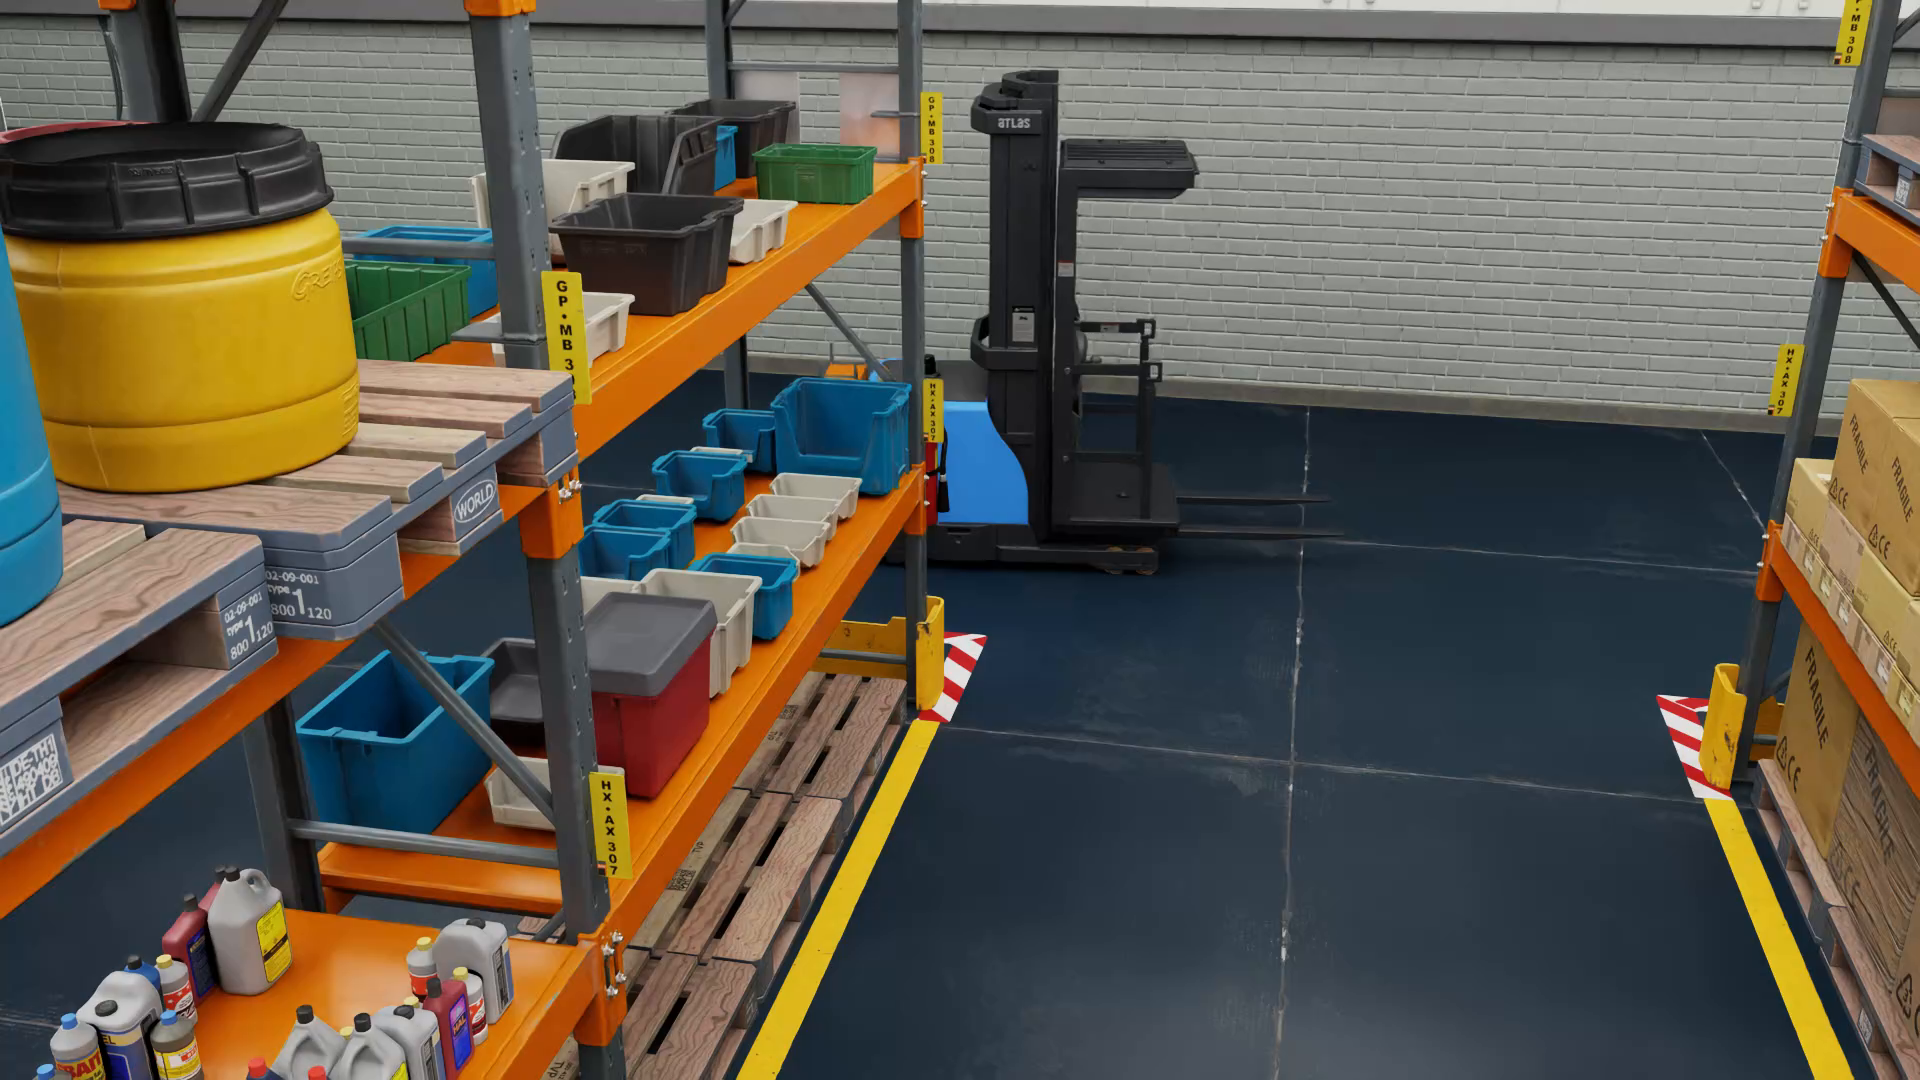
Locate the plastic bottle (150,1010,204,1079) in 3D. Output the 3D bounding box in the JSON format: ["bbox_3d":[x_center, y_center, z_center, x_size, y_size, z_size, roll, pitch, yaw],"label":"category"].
[{"bbox_3d":[-1.905,1.235,4.039,0.097,0.201,0.097,0,22,0],"label":"plastic bottle"}]

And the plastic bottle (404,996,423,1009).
[{"bbox_3d":[-1.337,1.215,4.087,0.097,0.201,0.097,0,22,0],"label":"plastic bottle"}]

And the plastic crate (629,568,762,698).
[{"bbox_3d":[-0.997,0.349,6.051,0.437,0.282,0.530,4,22,11],"label":"plastic crate"}]

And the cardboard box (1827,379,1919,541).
[{"bbox_3d":[3.712,-0.298,6.377,0.500,0.500,0.500,4,22,10],"label":"cardboard box"}]

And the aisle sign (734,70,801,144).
[{"bbox_3d":[-0.949,-1.852,7.957,0.394,0.787,0.004,4,22,11],"label":"aisle sign"}]

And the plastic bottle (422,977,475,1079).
[{"bbox_3d":[-1.256,1.177,4.073,0.061,0.283,0.133,4,22,11],"label":"plastic bottle"}]

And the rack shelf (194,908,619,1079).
[{"bbox_3d":[-1.897,1.931,3.007,1.077,0.370,4.000,4,22,11],"label":"rack shelf"}]

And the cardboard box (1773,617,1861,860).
[{"bbox_3d":[4.124,0.811,7.106,0.875,0.875,0.875,4,22,11],"label":"cardboard box"}]

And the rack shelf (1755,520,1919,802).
[{"bbox_3d":[3.768,0.846,5.702,1.077,0.370,4.000,4,22,11],"label":"rack shelf"}]

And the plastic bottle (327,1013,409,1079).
[{"bbox_3d":[-1.356,1.250,3.801,0.144,0.351,0.185,4,22,11],"label":"plastic bottle"}]

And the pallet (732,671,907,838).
[{"bbox_3d":[-0.879,0.995,8.100,1.003,0.211,1.213,4,22,11],"label":"pallet"}]

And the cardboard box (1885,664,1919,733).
[{"bbox_3d":[3.468,0.564,5.773,0.380,0.149,0.250,4,22,10],"label":"cardboard box"}]

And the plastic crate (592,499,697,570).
[{"bbox_3d":[-1.314,-0.001,6.983,0.416,0.233,0.300,4,22,11],"label":"plastic crate"}]

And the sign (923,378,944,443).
[{"bbox_3d":[-0.131,-0.637,8.201,0.100,0.325,0.005,4,22,11],"label":"sign"}]

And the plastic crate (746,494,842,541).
[{"bbox_3d":[-0.735,-0.086,7.324,0.396,0.136,0.243,4,22,11],"label":"plastic crate"}]

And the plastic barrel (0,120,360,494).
[{"bbox_3d":[-1.477,-0.458,3.147,0.600,0.588,0.600,0,22,0],"label":"plastic barrel"}]

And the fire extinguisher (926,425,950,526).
[{"bbox_3d":[-0.197,-0.409,8.456,0.296,0.674,0.183,4,22,11],"label":"fire extinguisher"}]

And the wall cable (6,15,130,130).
[{"bbox_3d":[-8.868,-4.736,14.724,3.097,2.526,0.112,4,22,11],"label":"wall cable"}]

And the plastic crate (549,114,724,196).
[{"bbox_3d":[-1.254,-1.422,6.437,0.504,0.338,0.767,4,22,11],"label":"plastic crate"}]

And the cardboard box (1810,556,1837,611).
[{"bbox_3d":[3.678,0.189,6.705,0.380,0.149,0.250,4,22,10],"label":"cardboard box"}]

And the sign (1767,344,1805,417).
[{"bbox_3d":[3.634,-0.702,7.317,0.100,0.325,0.005,4,22,11],"label":"sign"}]

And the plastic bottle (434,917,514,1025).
[{"bbox_3d":[-1.253,1.092,4.293,0.152,0.276,0.135,4,22,11],"label":"plastic bottle"}]

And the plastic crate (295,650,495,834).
[{"bbox_3d":[-1.728,0.649,5.169,0.392,0.384,0.575,4,22,11],"label":"plastic crate"}]

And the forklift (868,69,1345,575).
[{"bbox_3d":[0.905,-1.349,10.280,3.031,2.935,1.130,1,22,4],"label":"forklift"}]

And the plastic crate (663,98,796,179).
[{"bbox_3d":[-1.024,-1.808,7.488,0.497,0.269,0.590,4,22,11],"label":"plastic crate"}]

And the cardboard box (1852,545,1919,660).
[{"bbox_3d":[3.608,0.241,6.042,0.500,0.250,0.500,4,22,9],"label":"cardboard box"}]

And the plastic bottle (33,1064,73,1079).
[{"bbox_3d":[-2.102,1.308,3.857,0.097,0.201,0.097,0,22,0],"label":"plastic bottle"}]

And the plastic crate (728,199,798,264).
[{"bbox_3d":[-0.852,-1.092,5.886,0.437,0.136,0.530,4,22,11],"label":"plastic crate"}]

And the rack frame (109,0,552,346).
[{"bbox_3d":[-1.489,-1.917,3.568,1.000,3.000,0.127,4,22,11],"label":"rack frame"}]

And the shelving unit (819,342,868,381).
[{"bbox_3d":[-0.745,-0.636,10.827,0.258,1.200,0.503,1,22,4],"label":"shelving unit"}]

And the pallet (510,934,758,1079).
[{"bbox_3d":[-1.377,1.887,5.885,1.003,0.211,1.213,4,22,11],"label":"pallet"}]

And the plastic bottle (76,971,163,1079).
[{"bbox_3d":[-2.031,1.197,4.031,0.152,0.276,0.135,4,22,11],"label":"plastic bottle"}]

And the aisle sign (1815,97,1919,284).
[{"bbox_3d":[3.897,-1.475,7.020,0.394,0.787,0.004,4,22,11],"label":"aisle sign"}]

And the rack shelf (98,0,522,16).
[{"bbox_3d":[-1.897,-0.666,1.961,1.077,0.370,4.000,4,22,11],"label":"rack shelf"}]

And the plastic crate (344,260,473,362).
[{"bbox_3d":[-1.699,-0.605,4.610,0.450,0.188,0.662,4,22,11],"label":"plastic crate"}]

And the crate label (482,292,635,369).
[{"bbox_3d":[-1.106,-0.560,4.567,0.293,0.136,0.466,4,22,11],"label":"crate label"}]

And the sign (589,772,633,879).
[{"bbox_3d":[-0.951,0.780,4.531,0.100,0.325,0.005,4,22,11],"label":"sign"}]

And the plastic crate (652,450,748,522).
[{"bbox_3d":[-1.180,-0.241,7.581,0.416,0.233,0.300,4,22,11],"label":"plastic crate"}]

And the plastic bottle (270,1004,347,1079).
[{"bbox_3d":[-1.497,1.239,3.828,0.144,0.351,0.185,4,22,11],"label":"plastic bottle"}]

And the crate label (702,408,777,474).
[{"bbox_3d":[-1.046,-0.482,8.179,0.416,0.233,0.303,4,22,11],"label":"crate label"}]

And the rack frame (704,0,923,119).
[{"bbox_3d":[-0.673,-3.380,7.200,1.000,3.000,0.127,4,22,11],"label":"rack frame"}]

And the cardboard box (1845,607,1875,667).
[{"bbox_3d":[3.573,0.378,6.237,0.380,0.149,0.250,4,22,10],"label":"cardboard box"}]

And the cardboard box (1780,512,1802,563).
[{"bbox_3d":[3.780,0.002,7.170,0.380,0.149,0.250,5,22,12],"label":"cardboard box"}]

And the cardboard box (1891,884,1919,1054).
[{"bbox_3d":[3.756,1.470,5.471,0.875,0.875,0.875,4,22,11],"label":"cardboard box"}]

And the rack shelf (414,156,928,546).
[{"bbox_3d":[-1.081,-0.923,6.079,1.077,0.370,4.000,4,22,11],"label":"rack shelf"}]

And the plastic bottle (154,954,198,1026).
[{"bbox_3d":[-2.014,1.152,4.244,0.097,0.201,0.097,0,22,0],"label":"plastic bottle"}]

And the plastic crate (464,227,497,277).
[{"bbox_3d":[-1.602,-0.897,5.404,0.293,0.136,0.466,4,22,11],"label":"plastic crate"}]

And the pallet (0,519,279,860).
[{"bbox_3d":[-1.782,0.271,2.403,1.003,0.211,1.213,4,22,11],"label":"pallet"}]

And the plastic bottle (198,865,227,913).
[{"bbox_3d":[-1.982,1.022,4.458,0.061,0.283,0.133,4,22,11],"label":"plastic bottle"}]

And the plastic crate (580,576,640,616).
[{"bbox_3d":[-1.428,0.301,6.365,0.293,0.136,0.466,4,22,11],"label":"plastic crate"}]

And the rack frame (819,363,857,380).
[{"bbox_3d":[-0.762,-0.545,10.601,0.240,1.200,0.015,1,22,4],"label":"rack frame"}]

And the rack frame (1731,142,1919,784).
[{"bbox_3d":[4.176,-0.220,7.383,1.000,3.000,0.127,4,22,11],"label":"rack frame"}]

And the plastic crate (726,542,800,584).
[{"bbox_3d":[-0.810,0.128,6.794,0.298,0.136,0.250,4,22,11],"label":"plastic crate"}]

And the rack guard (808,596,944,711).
[{"bbox_3d":[-0.681,0.553,8.812,1.175,0.500,0.348,4,22,11],"label":"rack guard"}]

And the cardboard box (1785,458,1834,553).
[{"bbox_3d":[3.814,-0.133,6.971,0.500,0.250,0.500,4,22,9],"label":"cardboard box"}]

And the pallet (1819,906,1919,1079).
[{"bbox_3d":[3.838,1.817,6.059,1.003,0.211,1.213,4,22,11],"label":"pallet"}]
